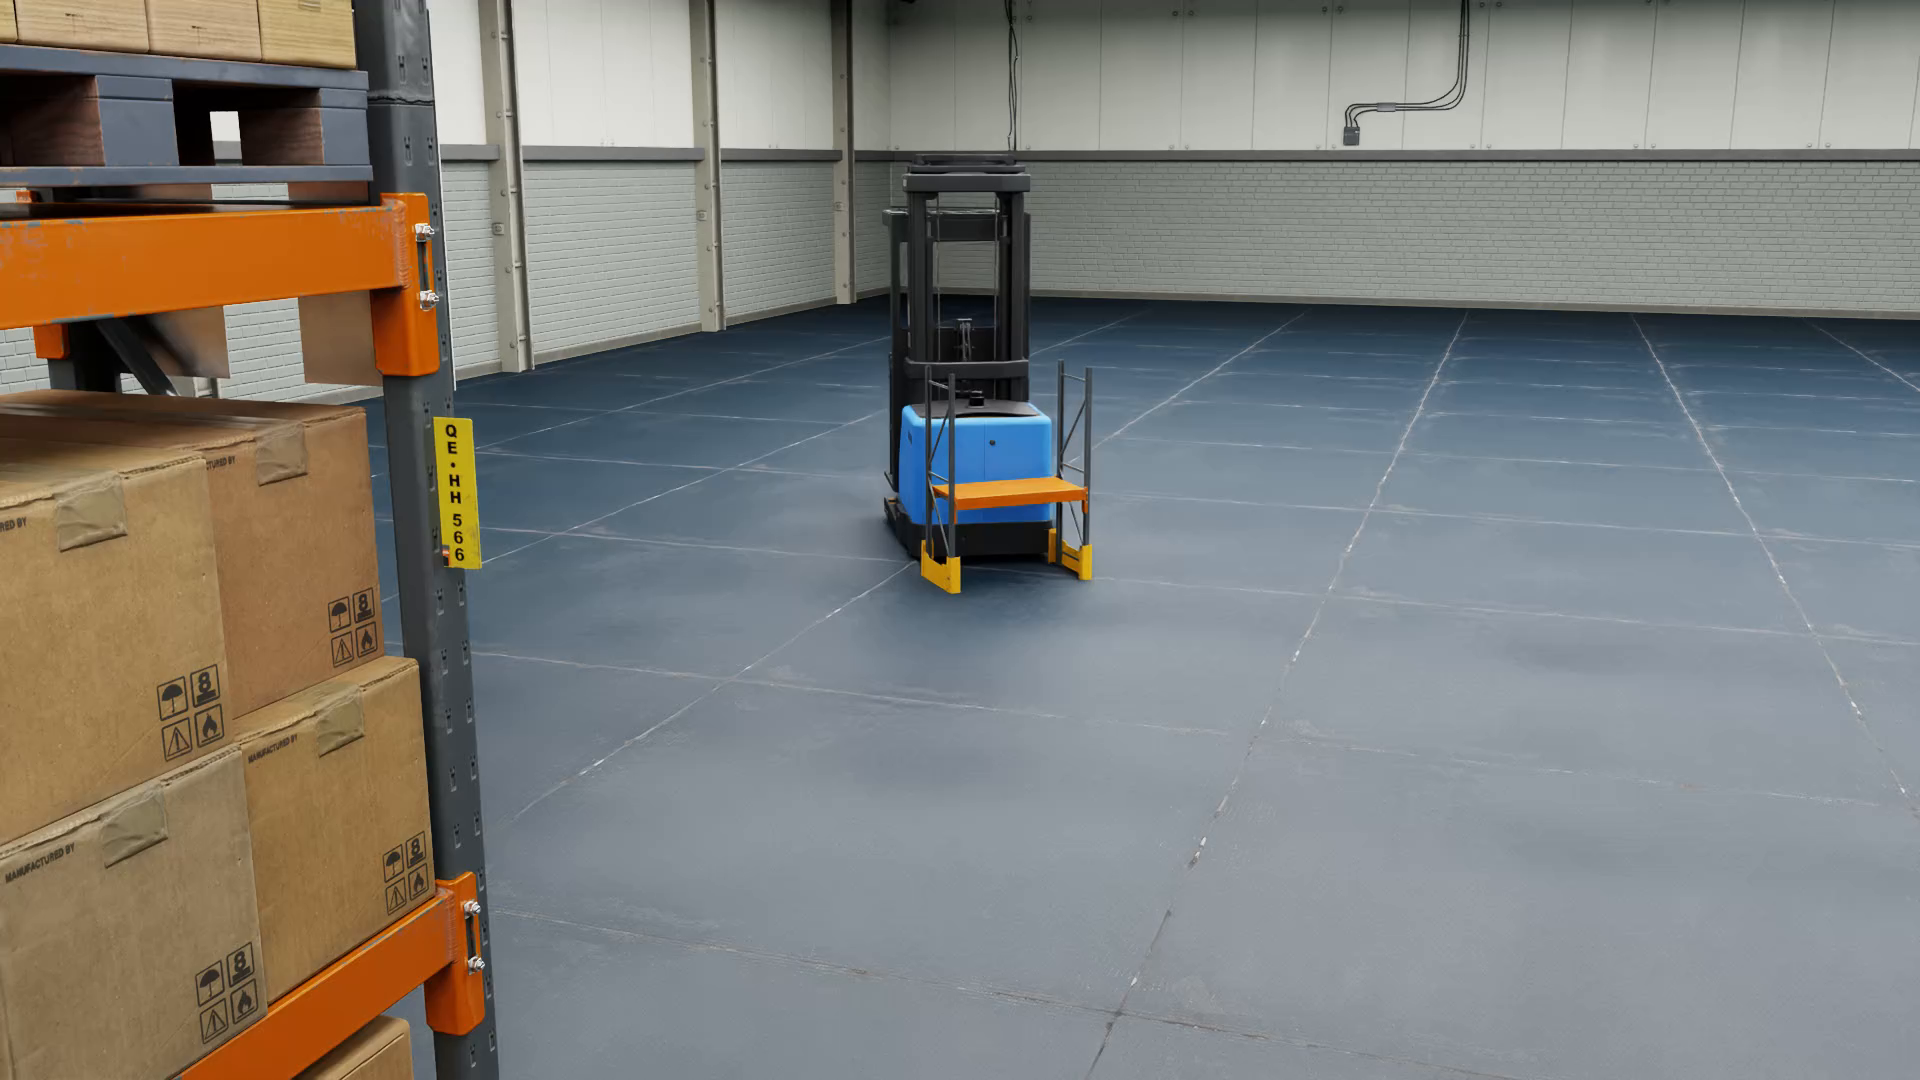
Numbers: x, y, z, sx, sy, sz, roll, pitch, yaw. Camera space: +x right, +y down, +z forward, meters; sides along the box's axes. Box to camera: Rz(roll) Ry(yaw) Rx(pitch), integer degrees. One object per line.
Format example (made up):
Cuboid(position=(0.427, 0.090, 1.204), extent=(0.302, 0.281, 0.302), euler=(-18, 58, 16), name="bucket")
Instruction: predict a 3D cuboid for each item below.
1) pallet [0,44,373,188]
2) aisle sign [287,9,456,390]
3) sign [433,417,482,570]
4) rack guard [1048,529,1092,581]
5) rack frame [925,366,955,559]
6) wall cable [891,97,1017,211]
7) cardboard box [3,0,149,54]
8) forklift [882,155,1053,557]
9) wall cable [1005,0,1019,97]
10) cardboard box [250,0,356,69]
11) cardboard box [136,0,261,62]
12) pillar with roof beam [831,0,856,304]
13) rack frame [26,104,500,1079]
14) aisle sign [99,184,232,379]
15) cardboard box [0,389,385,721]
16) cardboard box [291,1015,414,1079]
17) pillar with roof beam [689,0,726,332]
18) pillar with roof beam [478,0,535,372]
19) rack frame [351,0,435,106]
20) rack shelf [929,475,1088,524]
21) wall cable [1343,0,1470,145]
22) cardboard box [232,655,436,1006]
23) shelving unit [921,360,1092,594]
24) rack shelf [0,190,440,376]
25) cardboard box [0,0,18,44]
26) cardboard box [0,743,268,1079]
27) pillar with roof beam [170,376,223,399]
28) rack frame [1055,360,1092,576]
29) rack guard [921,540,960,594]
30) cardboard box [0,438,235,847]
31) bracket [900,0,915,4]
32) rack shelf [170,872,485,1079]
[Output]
Cuboid(position=(-1.813, -0.723, 2.872), extent=(1.003, 0.211, 1.213), euler=(4, 14, 18), name="pallet")
Cuboid(position=(-1.276, -0.721, 3.565), extent=(0.394, 0.787, 0.004), euler=(4, 14, 18), name="aisle sign")
Cuboid(position=(-1.074, -0.099, 3.545), extent=(0.100, 0.325, 0.005), euler=(4, 14, 18), name="sign")
Cuboid(position=(0.790, 0.103, 11.977), extent=(0.087, 0.250, 0.587), euler=(-5, 14, -21), name="rack guard")
Cuboid(position=(-0.139, -0.426, 11.484), extent=(0.032, 1.500, 0.500), euler=(-5, 14, -21), name="rack frame")
Cuboid(position=(-0.164, -8.323, 36.210), extent=(3.097, 2.526, 0.112), euler=(4, 14, 18), name="wall cable")
Cuboid(position=(-1.534, -0.853, 2.637), extent=(0.380, 0.149, 0.250), euler=(5, 14, 19), name="cardboard box")
Cuboid(position=(-0.032, -1.581, 13.328), extent=(1.130, 2.935, 3.031), euler=(-2, 13, -8), name="forklift")
Cuboid(position=(2.396, -10.591, 34.794), extent=(3.097, 2.526, 0.112), euler=(4, 14, 18), name="wall cable")
Cuboid(position=(-1.370, -0.960, 3.107), extent=(0.380, 0.149, 0.250), euler=(4, 14, 18), name="cardboard box")
Cuboid(position=(-1.452, -0.907, 2.874), extent=(0.380, 0.149, 0.250), euler=(4, 14, 19), name="cardboard box")
Cuboid(position=(1.705, -9.002, 32.206), extent=(9.100, 9.000, 0.548), euler=(4, 14, 18), name="pillar with roof beam")
Cuboid(position=(-1.583, 0.539, 3.884), extent=(1.000, 3.000, 0.127), euler=(4, 14, 18), name="rack frame")
Cuboid(position=(-1.844, -0.765, 3.755), extent=(0.394, 0.787, 0.004), euler=(4, 14, 18), name="aisle sign")
Cuboid(position=(-1.739, 0.015, 3.417), extent=(0.875, 0.550, 0.550), euler=(4, 14, 18), name="cardboard box")
Cuboid(position=(-1.740, 1.518, 3.427), extent=(0.875, 0.875, 0.875), euler=(4, 14, 19), name="cardboard box")
Cuboid(position=(-0.236, -7.739, 26.671), extent=(9.100, 9.000, 0.400), euler=(4, 14, 18), name="pillar with roof beam")
Cuboid(position=(-2.178, -6.475, 21.136), extent=(9.100, 9.000, 0.400), euler=(4, 14, 18), name="pillar with roof beam")
Cuboid(position=(-1.583, -2.385, 3.216), extent=(1.000, 3.000, 0.127), euler=(4, 14, 18), name="rack frame")
Cuboid(position=(0.335, -0.292, 11.704), extent=(1.000, 0.185, 0.538), euler=(-5, 14, -21), name="rack shelf")
Cuboid(position=(8.814, -10.808, 32.476), extent=(2.305, 6.003, 0.169), euler=(4, 14, 18), name="wall cable")
Cuboid(position=(-1.660, 0.548, 3.511), extent=(0.875, 0.550, 0.550), euler=(4, 14, 18), name="cardboard box")
Cuboid(position=(0.326, -0.466, 11.661), extent=(1.083, 1.500, 0.587), euler=(-5, 14, -21), name="shelving unit")
Cuboid(position=(-2.230, -0.151, 1.785), extent=(1.077, 0.370, 4.000), euler=(4, 14, 18), name="rack shelf")
Cuboid(position=(-1.617, -0.799, 2.404), extent=(0.380, 0.149, 0.250), euler=(4, 14, 19), name="cardboard box")
Cuboid(position=(-1.817, 0.665, 2.996), extent=(0.875, 0.550, 0.550), euler=(4, 14, 18), name="cardboard box")
Cuboid(position=(-4.119, -5.212, 15.601), extent=(9.100, 9.000, 0.400), euler=(4, 14, 18), name="pillar with roof beam")
Cuboid(position=(0.808, -0.508, 11.845), extent=(0.032, 1.500, 0.500), euler=(-5, 14, -21), name="rack frame")
Cuboid(position=(-0.138, 0.183, 11.623), extent=(0.087, 0.250, 0.587), euler=(-5, 14, -21), name="rack guard")
Cuboid(position=(-1.830, 0.138, 2.881), extent=(0.875, 0.550, 0.550), euler=(4, 14, 18), name="cardboard box")
Cuboid(position=(-1.132, -11.628, 35.620), extent=(0.235, 0.232, 0.430), euler=(4, 14, 18), name="bracket")
Cuboid(position=(-2.230, 1.311, 2.119), extent=(1.077, 0.370, 4.000), euler=(4, 14, 18), name="rack shelf")
